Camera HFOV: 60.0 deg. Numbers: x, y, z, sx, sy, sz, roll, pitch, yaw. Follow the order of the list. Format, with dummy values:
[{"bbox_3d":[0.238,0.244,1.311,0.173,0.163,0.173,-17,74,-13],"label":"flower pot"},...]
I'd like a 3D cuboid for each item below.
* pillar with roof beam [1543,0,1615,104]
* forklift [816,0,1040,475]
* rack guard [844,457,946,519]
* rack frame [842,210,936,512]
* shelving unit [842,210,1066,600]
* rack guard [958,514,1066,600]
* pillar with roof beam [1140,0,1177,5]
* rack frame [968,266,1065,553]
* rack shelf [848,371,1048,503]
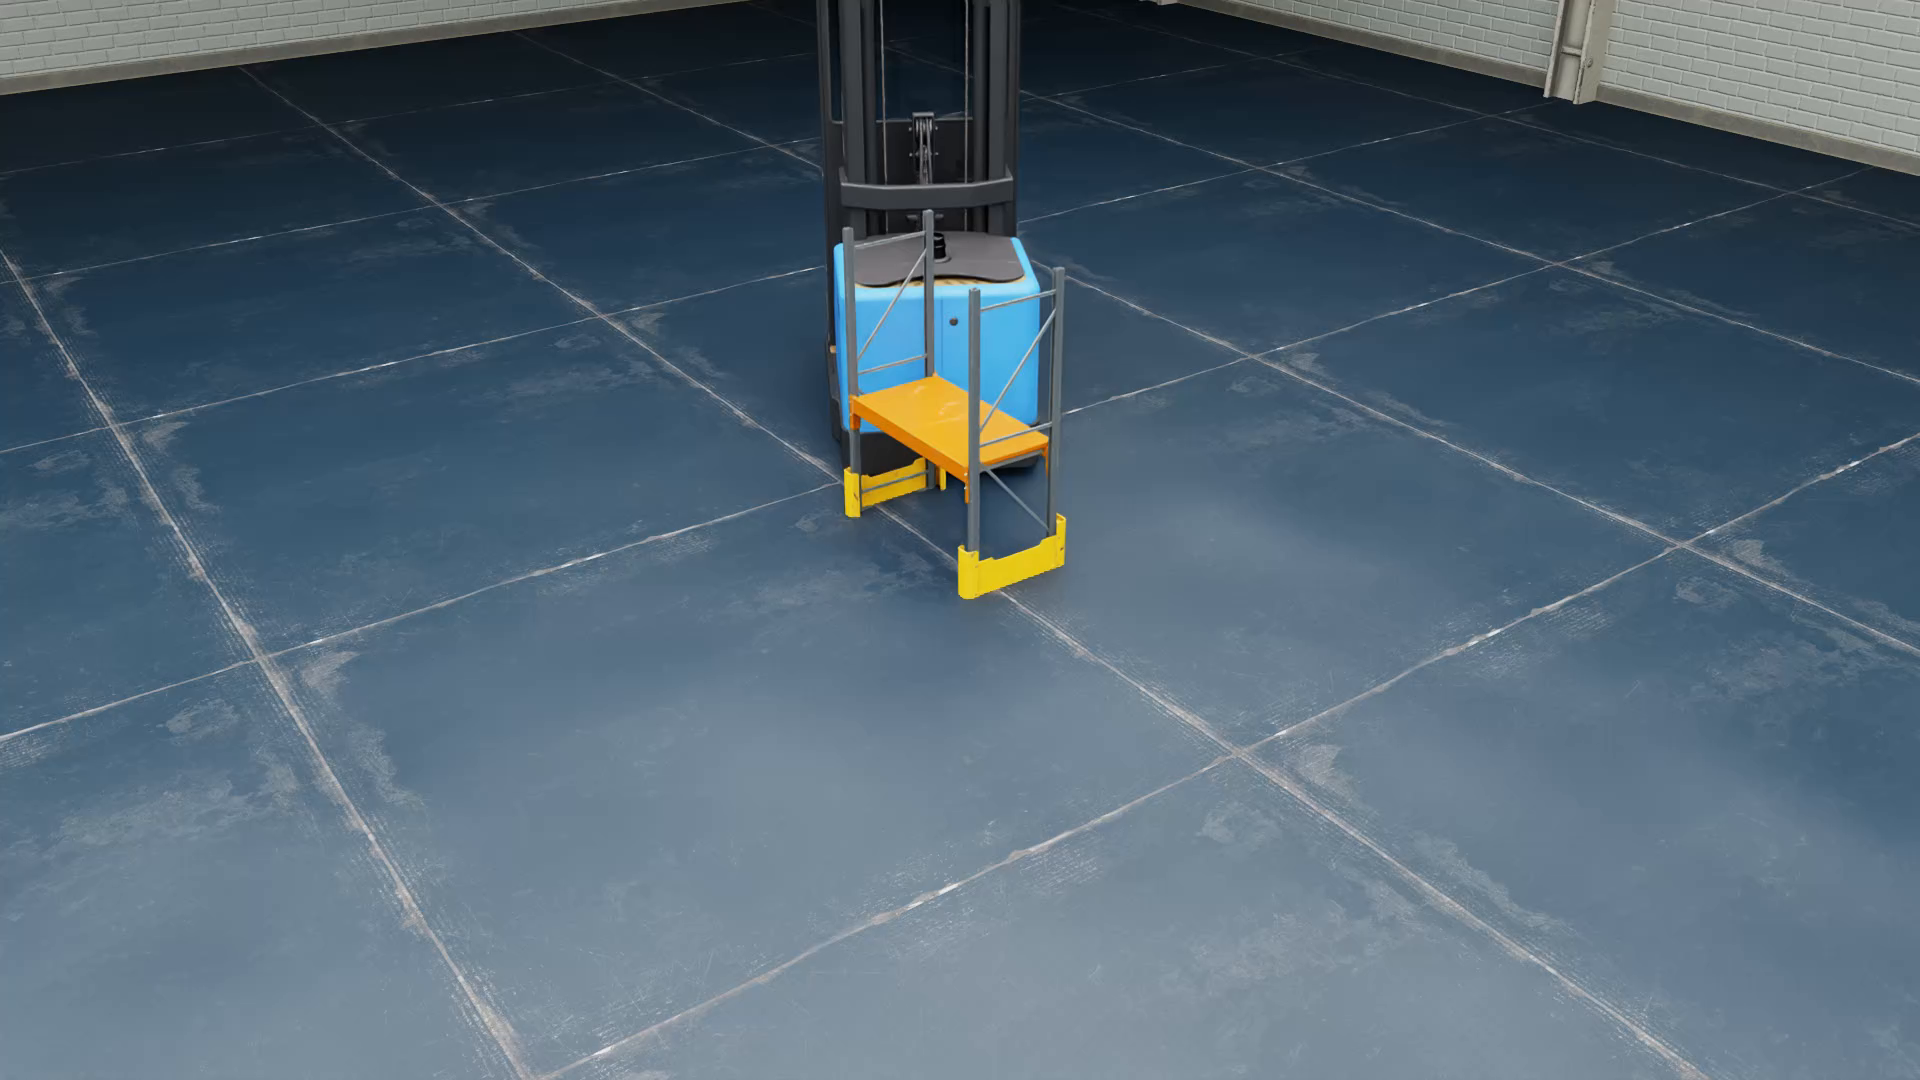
[{"bbox_3d":[2.419,-7.056,11.814,9.100,9.000,0.400,-19,34,-31],"label":"pillar with roof beam"},{"bbox_3d":[-0.248,-2.306,9.425,1.130,2.935,3.031,-3,29,-5],"label":"forklift"},{"bbox_3d":[-0.329,-0.311,8.560,0.587,0.250,0.087,-19,34,-31],"label":"rack guard"},{"bbox_3d":[-0.340,-0.867,8.276,0.500,1.500,0.032,-19,34,-31],"label":"rack frame"},{"bbox_3d":[-0.040,-0.666,7.905,0.587,1.500,1.083,-19,34,-31],"label":"shelving unit"},{"bbox_3d":[0.248,0.077,7.847,0.587,0.250,0.087,-19,34,-31],"label":"rack guard"},{"bbox_3d":[-1.061,-9.389,16.109,9.100,9.000,0.400,-19,34,-31],"label":"pillar with roof beam"},{"bbox_3d":[0.249,-0.472,7.547,0.500,1.500,0.032,-19,34,-31],"label":"rack frame"},{"bbox_3d":[-0.046,-0.512,7.997,0.538,0.185,1.000,-19,34,-31],"label":"rack shelf"}]
